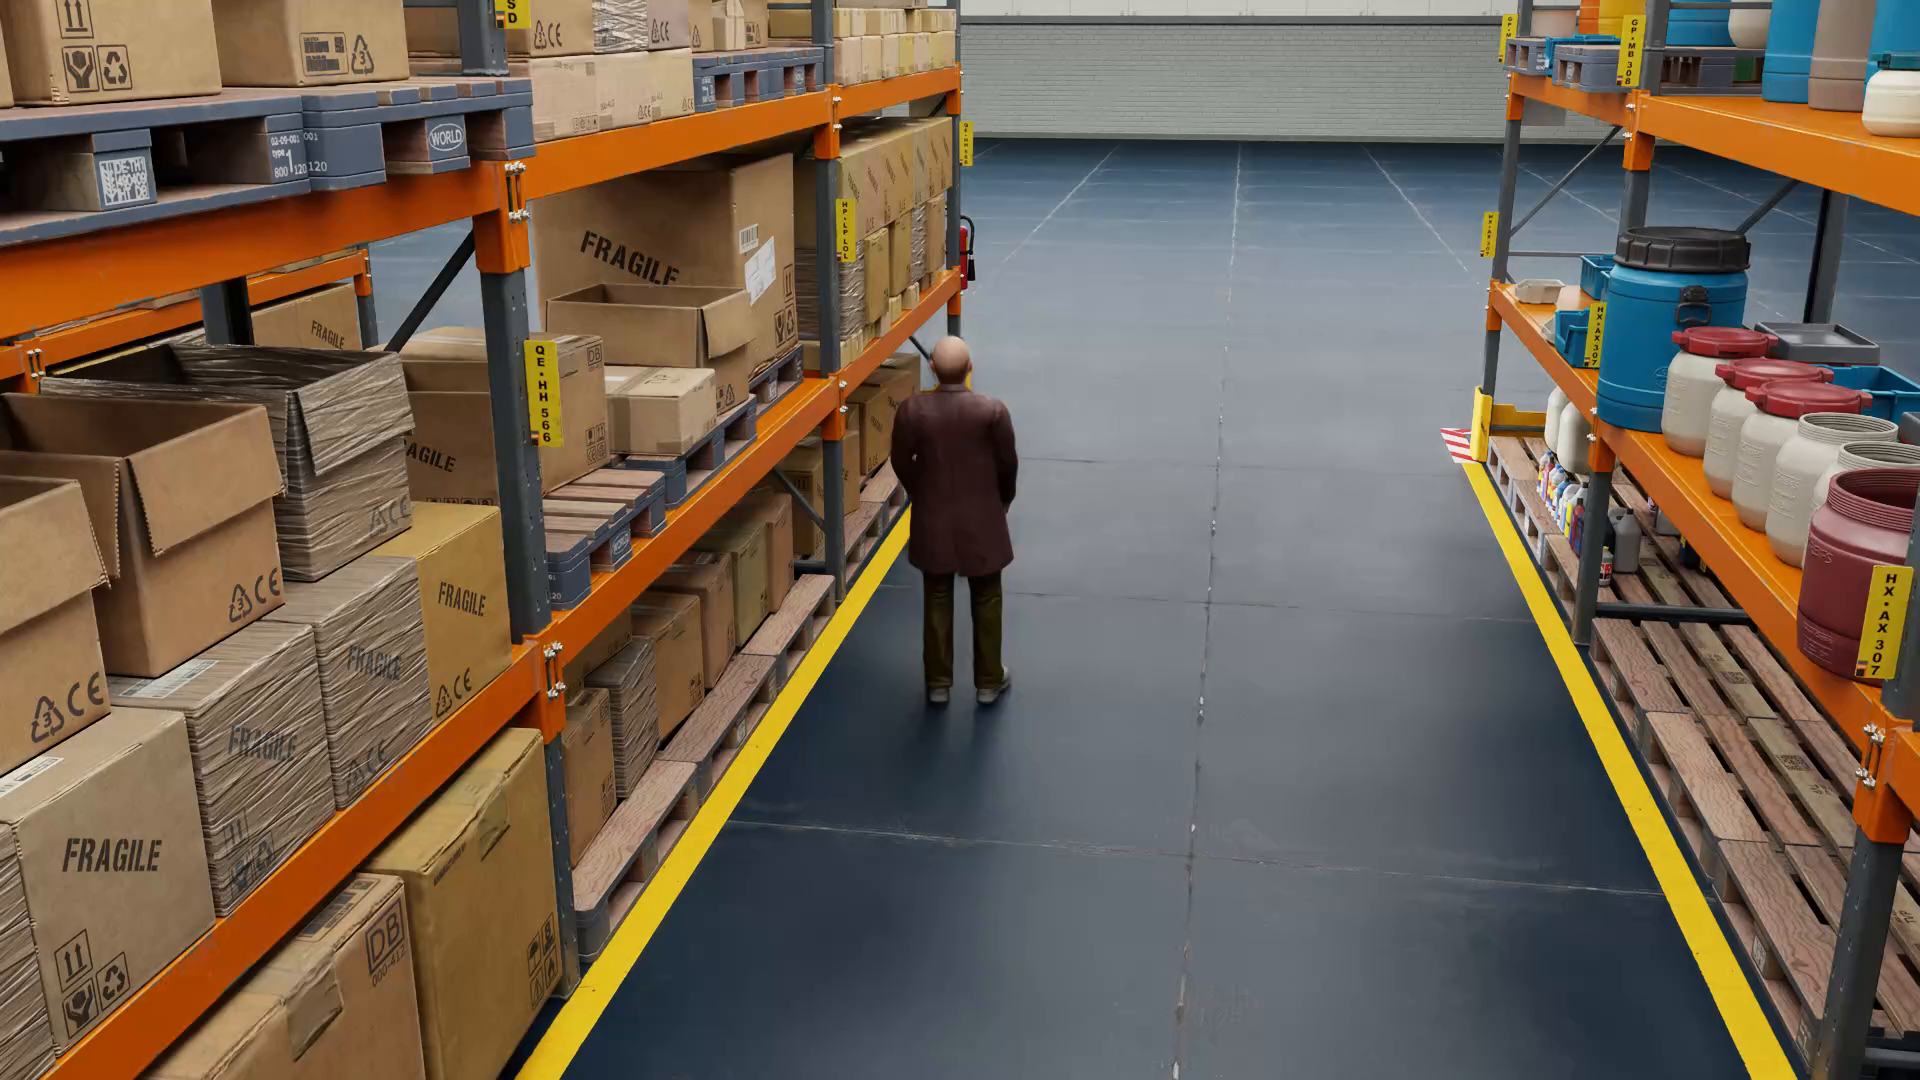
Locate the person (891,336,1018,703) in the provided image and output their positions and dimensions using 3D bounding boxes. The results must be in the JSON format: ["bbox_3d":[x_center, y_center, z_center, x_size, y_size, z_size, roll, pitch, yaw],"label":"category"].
[{"bbox_3d":[-0.012,-0.105,7.914,0.600,1.787,0.468,3,18,9],"label":"person"}]
